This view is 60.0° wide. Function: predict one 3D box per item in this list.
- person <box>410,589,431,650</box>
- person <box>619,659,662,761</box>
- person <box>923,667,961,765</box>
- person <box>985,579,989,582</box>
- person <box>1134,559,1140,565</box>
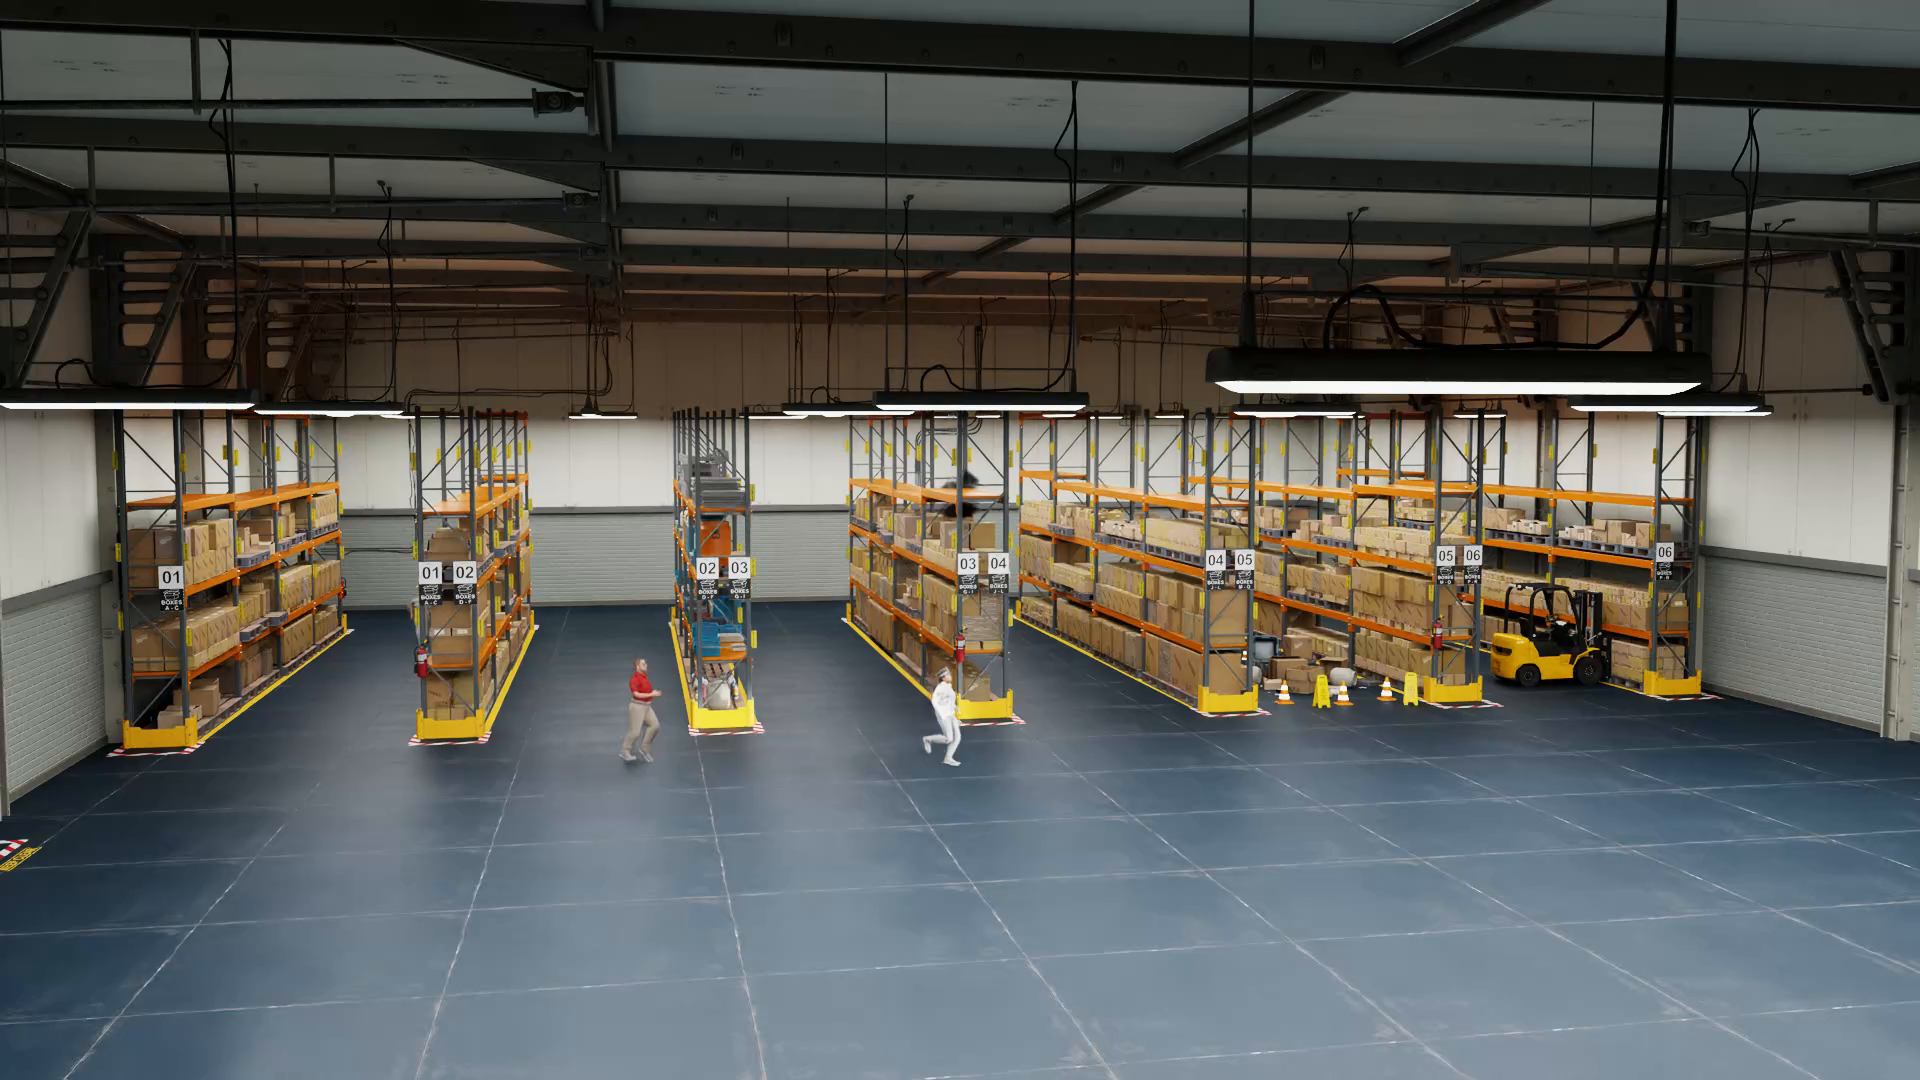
[{"bbox_3d":[-13.139,2.006,40.615,0.587,1.664,1.008,-1,4,-8],"label":"person"},{"bbox_3d":[-5.363,2.889,27.969,0.768,1.801,0.655,1,4,13],"label":"person"},{"bbox_3d":[-0.289,2.939,27.803,0.611,1.645,0.639,2,4,23],"label":"person"},{"bbox_3d":[0.416,1.442,48.605,0.910,1.596,0.651,-4,6,-42],"label":"person"},{"bbox_3d":[5.352,1.284,50.393,0.747,1.722,0.688,-1,4,-20],"label":"person"}]
